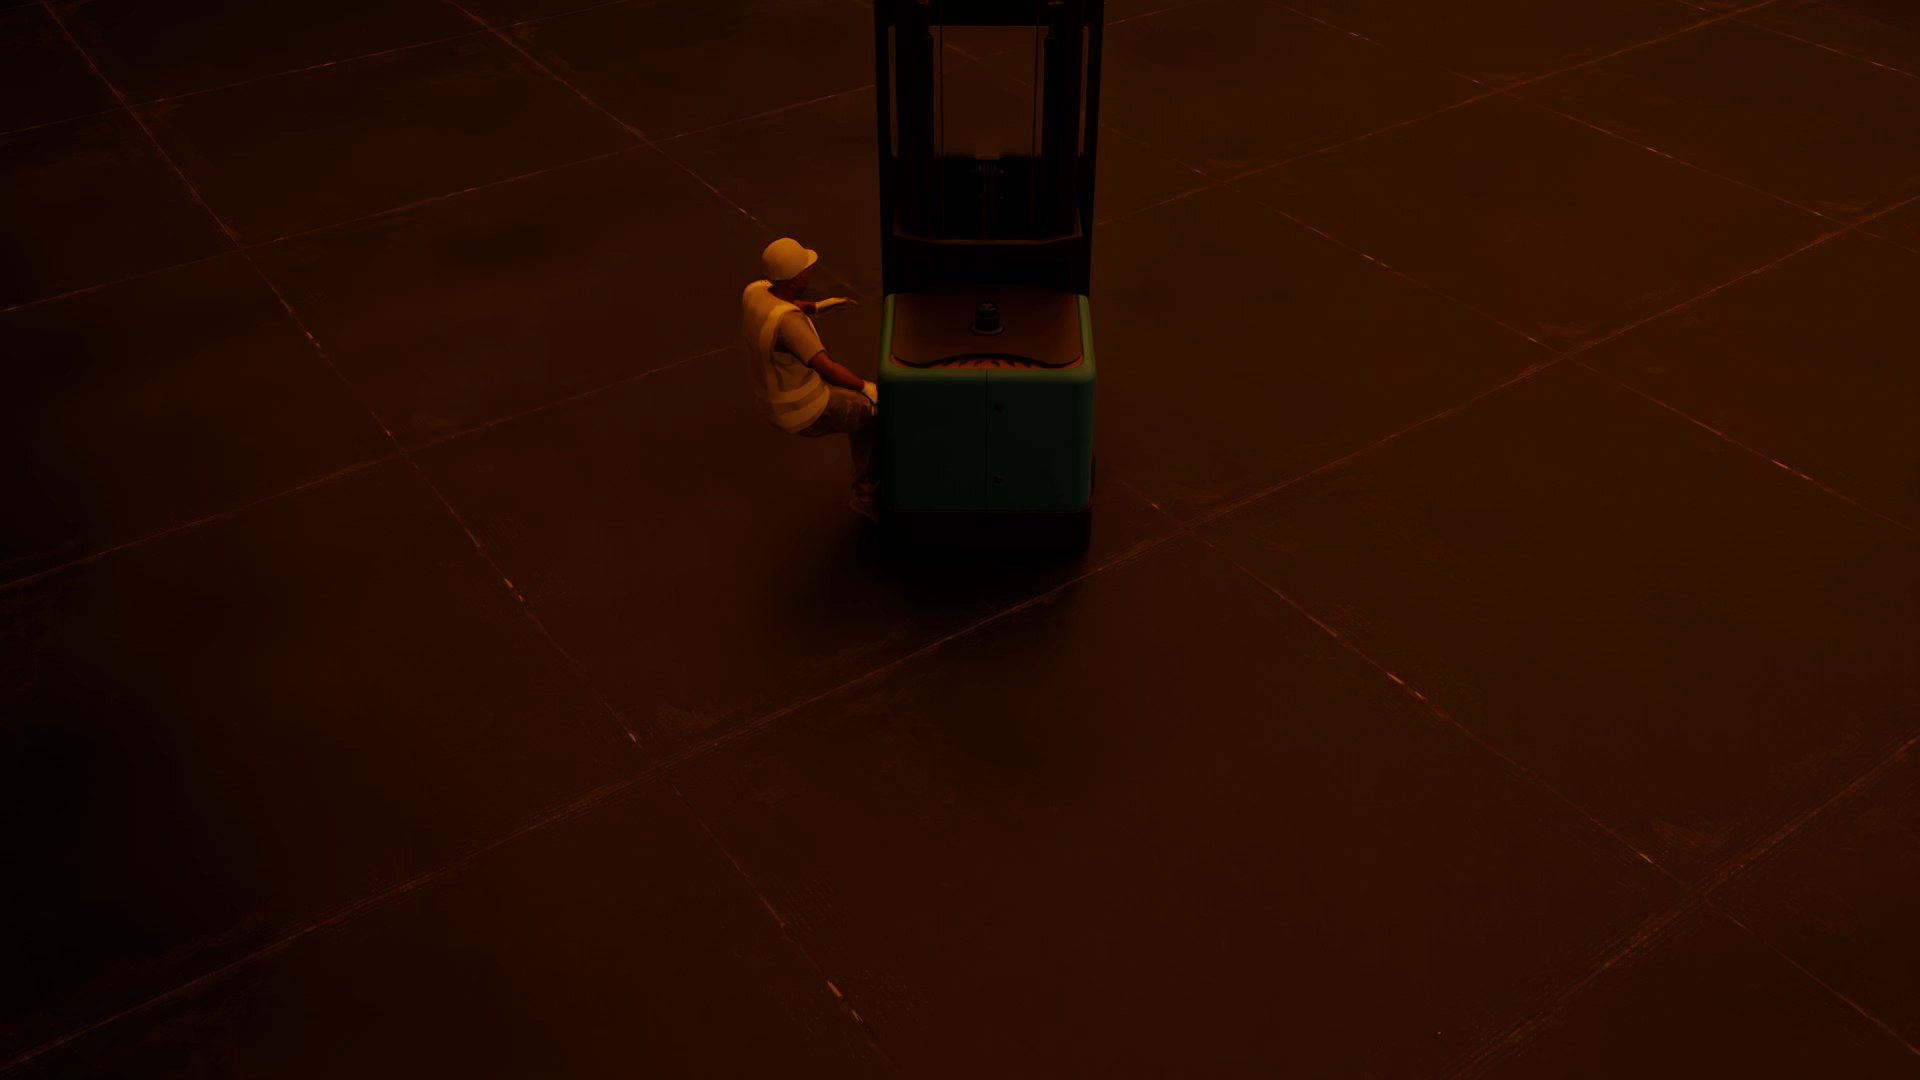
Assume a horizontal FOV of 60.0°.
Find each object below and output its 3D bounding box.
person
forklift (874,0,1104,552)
[{"bbox_3d":[-0.605,-0.816,8.236,0.885,1.540,0.923,-22,42,-27],"label":"person"},{"bbox_3d":[0.139,-1.964,8.601,1.130,2.935,3.031,0,36,0],"label":"forklift"}]
